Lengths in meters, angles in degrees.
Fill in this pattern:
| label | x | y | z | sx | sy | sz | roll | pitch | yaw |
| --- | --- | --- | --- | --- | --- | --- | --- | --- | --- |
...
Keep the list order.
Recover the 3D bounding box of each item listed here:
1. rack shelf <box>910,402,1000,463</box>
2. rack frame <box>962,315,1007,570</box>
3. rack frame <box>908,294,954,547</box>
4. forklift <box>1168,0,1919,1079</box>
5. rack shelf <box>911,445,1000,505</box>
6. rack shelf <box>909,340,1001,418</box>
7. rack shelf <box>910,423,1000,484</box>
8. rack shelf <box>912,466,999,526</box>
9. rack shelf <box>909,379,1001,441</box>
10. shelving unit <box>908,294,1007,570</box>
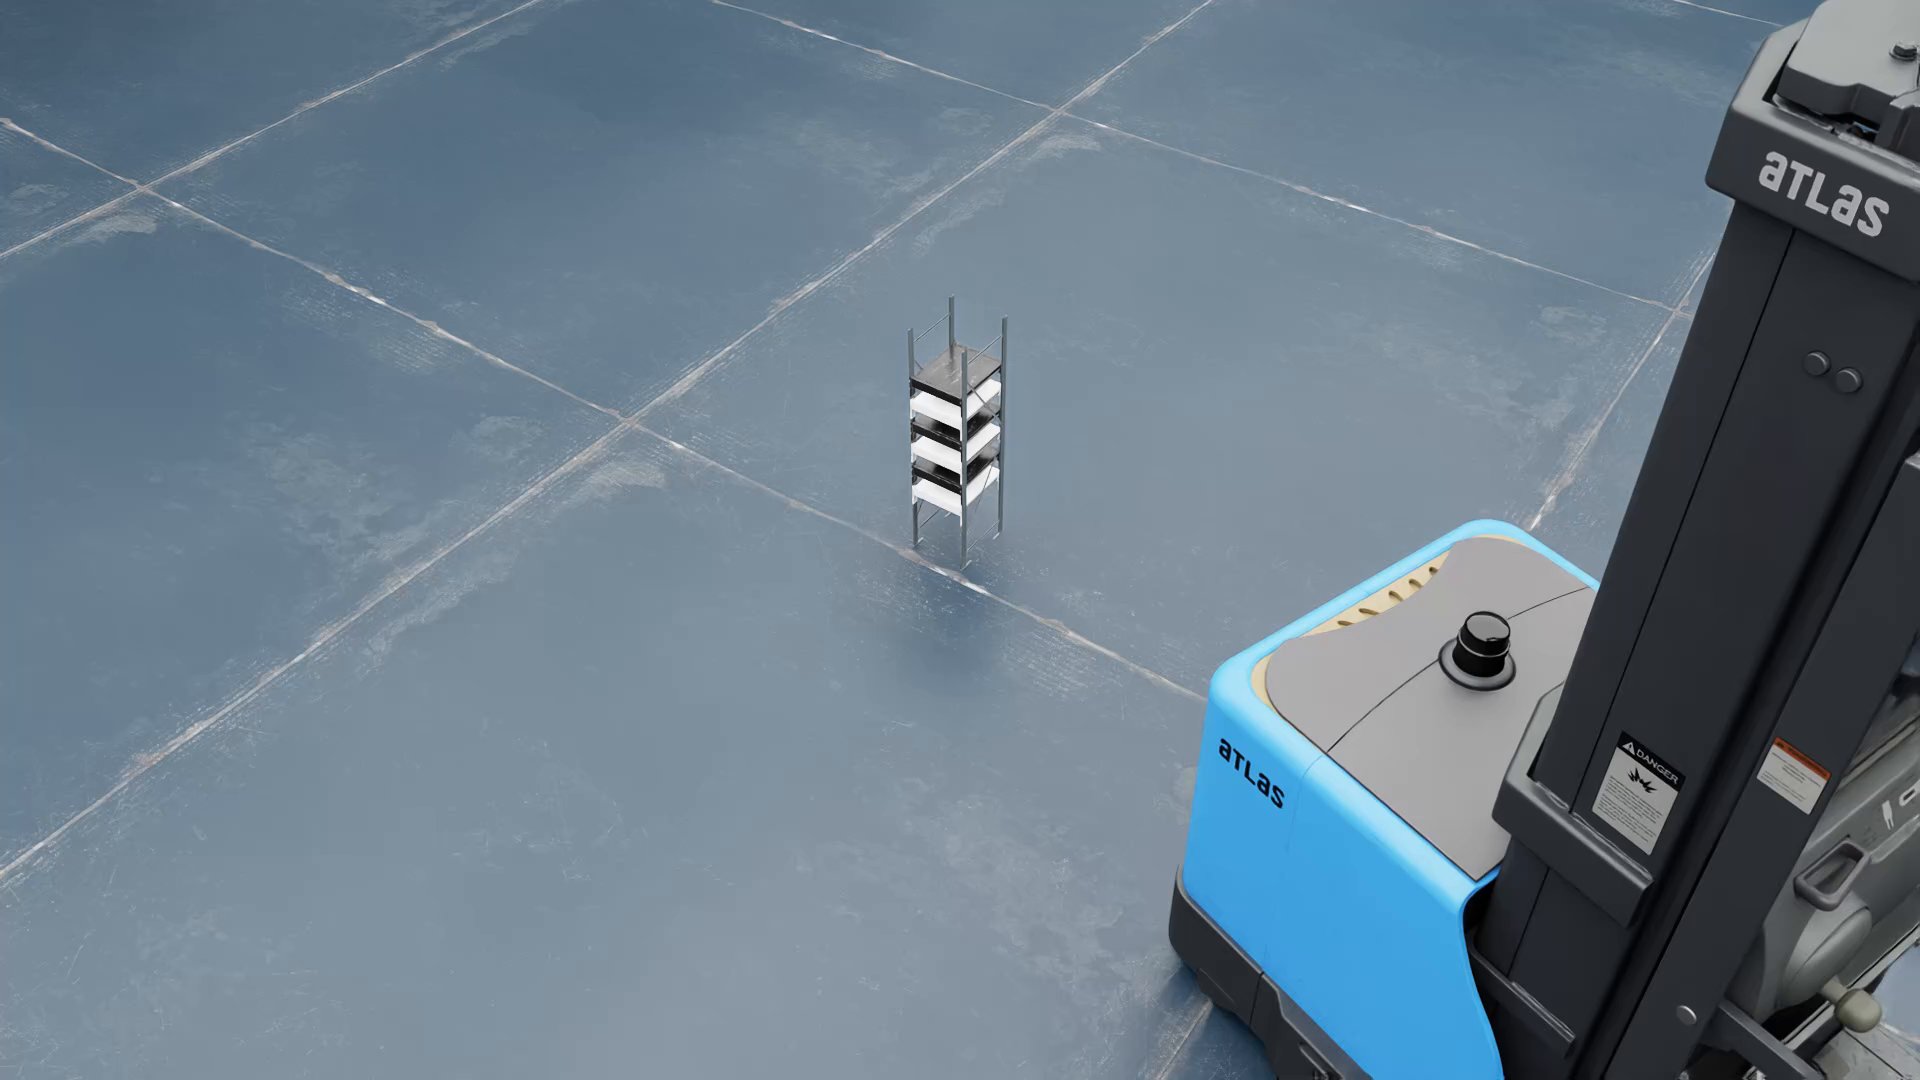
| label | x | y | z | sx | sy | sz | roll | pitch | yaw |
| --- | --- | --- | --- | --- | --- | --- | --- | --- | --- |
| rack shelf | -0.007 | -0.381 | 5.416 | 0.200 | 0.077 | 0.258 | 25 | 48 | 25 |
| rack frame | 0.077 | -0.300 | 5.410 | 0.006 | 0.900 | 0.240 | 25 | 48 | 25 |
| rack frame | -0.090 | -0.377 | 5.497 | 0.006 | 0.900 | 0.240 | 25 | 48 | 25 |
| forklift | 1.831 | 0.614 | 2.865 | 1.130 | 2.935 | 3.031 | -26 | 48 | -26 |
| rack shelf | -0.007 | -0.247 | 5.536 | 0.200 | 0.077 | 0.258 | 25 | 48 | 25 |
| rack shelf | -0.007 | -0.515 | 5.296 | 0.200 | 0.077 | 0.258 | 25 | 48 | 25 |
| rack shelf | -0.007 | -0.314 | 5.476 | 0.200 | 0.077 | 0.258 | 25 | 48 | 25 |
| rack shelf | -0.007 | -0.179 | 5.596 | 0.200 | 0.077 | 0.258 | 25 | 48 | 25 |
| rack shelf | -0.007 | -0.448 | 5.356 | 0.200 | 0.077 | 0.258 | 25 | 48 | 25 |
| shelving unit | -0.007 | -0.338 | 5.453 | 0.210 | 0.900 | 0.258 | 25 | 48 | 25 |
